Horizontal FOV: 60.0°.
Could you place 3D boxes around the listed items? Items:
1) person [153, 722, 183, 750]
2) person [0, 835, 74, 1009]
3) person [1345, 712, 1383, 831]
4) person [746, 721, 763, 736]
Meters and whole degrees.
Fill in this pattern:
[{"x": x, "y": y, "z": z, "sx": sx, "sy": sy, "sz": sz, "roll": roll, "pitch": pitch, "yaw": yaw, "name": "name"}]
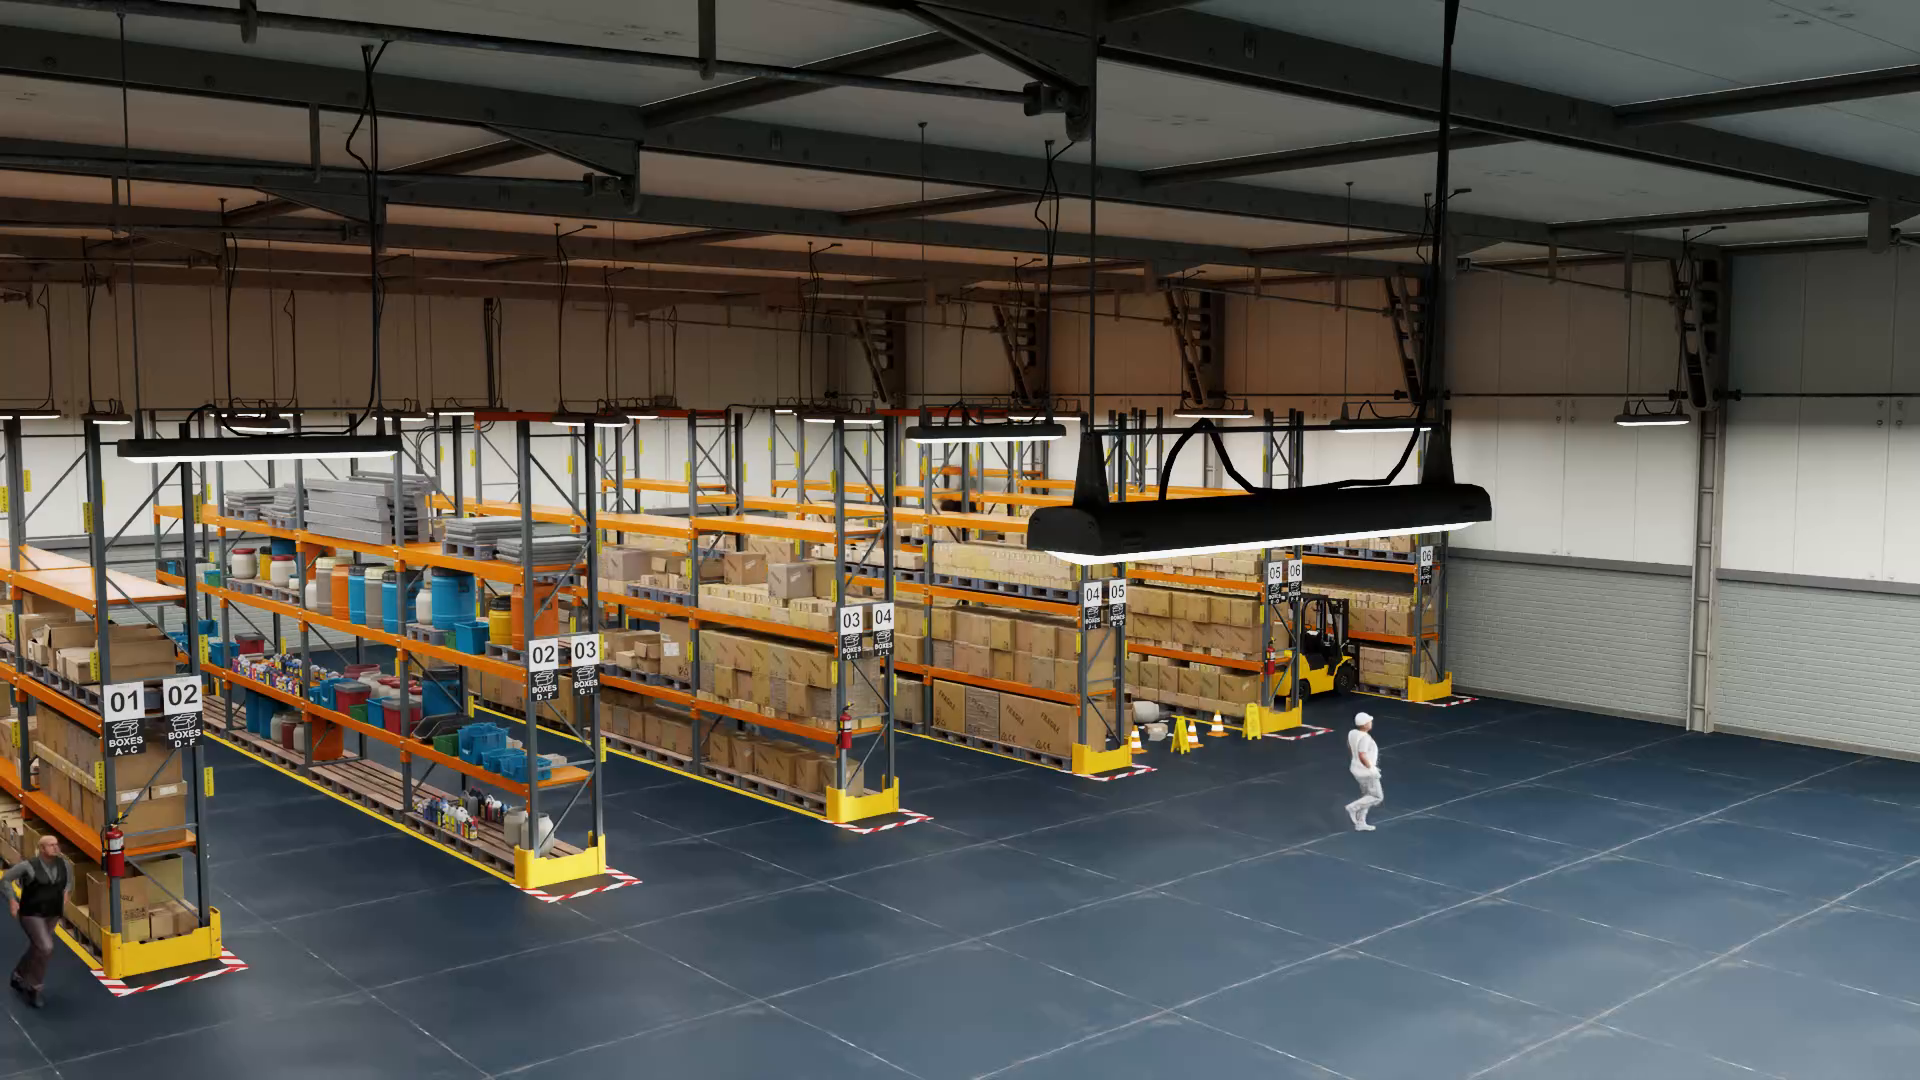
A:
[{"x": -12.633, "y": 3.114, "z": 26.478, "sx": 1.021, "sy": 1.754, "sz": 0.715, "roll": 4, "pitch": 7, "yaw": 40, "name": "person"}, {"x": -9.663, "y": 4.002, "z": 17.482, "sx": 0.770, "sy": 1.656, "sz": 0.650, "roll": 2, "pitch": 5, "yaw": 24, "name": "person"}, {"x": 5.837, "y": 3.354, "z": 24.071, "sx": 0.599, "sy": 1.733, "sz": 0.686, "roll": -1, "pitch": 5, "yaw": -8, "name": "person"}, {"x": -3.870, "y": 2.721, "z": 30.975, "sx": 0.837, "sy": 1.809, "sz": 0.656, "roll": 5, "pitch": 7, "yaw": 45, "name": "person"}]
